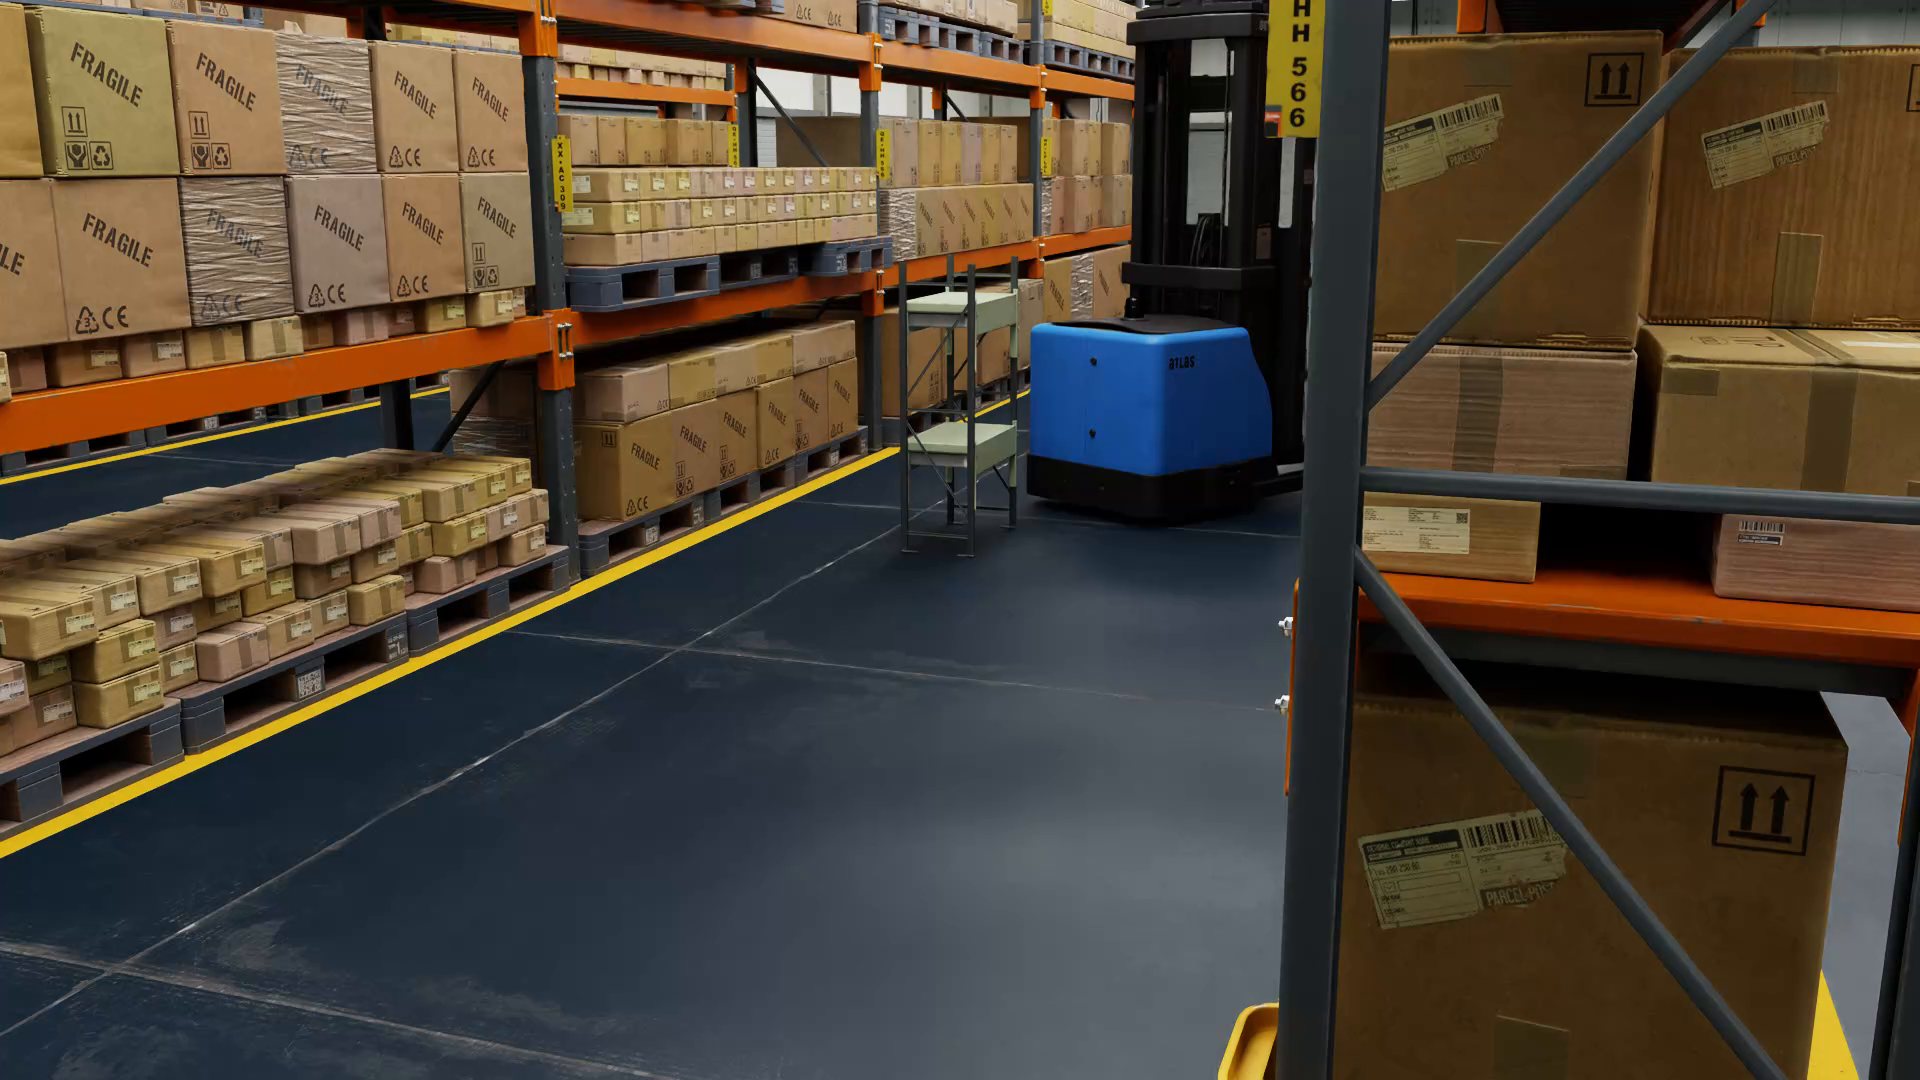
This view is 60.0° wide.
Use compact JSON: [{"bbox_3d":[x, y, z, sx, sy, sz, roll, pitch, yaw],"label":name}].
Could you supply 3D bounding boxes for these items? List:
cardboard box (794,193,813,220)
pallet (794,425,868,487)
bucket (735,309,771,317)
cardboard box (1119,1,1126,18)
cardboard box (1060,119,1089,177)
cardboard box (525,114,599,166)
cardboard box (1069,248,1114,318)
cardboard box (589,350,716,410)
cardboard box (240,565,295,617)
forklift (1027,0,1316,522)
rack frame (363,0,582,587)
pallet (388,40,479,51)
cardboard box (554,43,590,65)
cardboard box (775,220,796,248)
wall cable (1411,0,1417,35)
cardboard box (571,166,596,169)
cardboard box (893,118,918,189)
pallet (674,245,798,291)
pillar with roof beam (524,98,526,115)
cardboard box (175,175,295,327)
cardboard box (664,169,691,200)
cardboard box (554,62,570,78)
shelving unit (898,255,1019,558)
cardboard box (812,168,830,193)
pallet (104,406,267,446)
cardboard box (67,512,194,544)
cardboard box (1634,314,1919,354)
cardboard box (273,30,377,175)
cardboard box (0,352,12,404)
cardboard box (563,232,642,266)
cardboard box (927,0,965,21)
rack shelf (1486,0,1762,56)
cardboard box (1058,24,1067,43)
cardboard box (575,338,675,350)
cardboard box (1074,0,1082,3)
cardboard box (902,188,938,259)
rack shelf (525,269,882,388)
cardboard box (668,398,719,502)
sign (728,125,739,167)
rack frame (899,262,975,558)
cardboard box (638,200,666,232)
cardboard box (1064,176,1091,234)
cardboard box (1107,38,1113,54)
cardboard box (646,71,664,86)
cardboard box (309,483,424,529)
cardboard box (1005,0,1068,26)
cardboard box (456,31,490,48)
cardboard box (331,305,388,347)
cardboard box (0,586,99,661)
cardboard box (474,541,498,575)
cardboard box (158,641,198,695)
[{"bbox_3d":[-1.102,-1.997,9.947,0.380,0.149,0.250,4,14,18],"label":"cardboard box"},{"bbox_3d":[-1.295,-0.599,11.138,1.003,0.211,1.213,4,14,18],"label":"pallet"},{"bbox_3d":[-1.884,-2.305,16.286,0.726,0.611,0.620,10,26,38],"label":"bucket"},{"bbox_3d":[1.512,-5.533,17.353,0.380,0.149,0.250,5,14,19],"label":"cardboard box"},{"bbox_3d":[0.778,-3.868,16.430,0.875,0.550,0.550,4,14,18],"label":"cardboard box"},{"bbox_3d":[-4.116,-4.059,16.889,0.700,0.500,0.500,4,14,18],"label":"cardboard box"},{"bbox_3d":[1.108,-2.643,17.659,0.875,0.875,0.875,4,13,18],"label":"cardboard box"},{"bbox_3d":[-1.676,-0.881,9.097,0.500,0.250,0.500,5,14,20],"label":"cardboard box"},{"bbox_3d":[-2.753,0.173,6.283,0.380,0.149,0.250,5,14,21],"label":"cardboard box"},{"bbox_3d":[1.828,-1.780,10.198,3.031,2.935,1.130,-11,17,-41],"label":"forklift"},{"bbox_3d":[-2.335,-1.281,7.859,1.000,3.000,0.127,4,14,18],"label":"rack frame"},{"bbox_3d":[-5.097,-4.330,14.900,1.213,0.211,1.003,4,14,18],"label":"pallet"},{"bbox_3d":[-4.062,-4.908,16.676,0.500,0.250,0.500,4,13,17],"label":"cardboard box"},{"bbox_3d":[-1.186,-1.799,9.748,0.380,0.149,0.250,5,14,20],"label":"cardboard box"},{"bbox_3d":[11.944,-15.155,47.521,2.305,6.003,0.169,4,14,18],"label":"wall cable"},{"bbox_3d":[-4.057,-3.567,16.980,0.500,0.500,0.500,4,14,18],"label":"cardboard box"},{"bbox_3d":[-0.724,-2.860,12.304,0.700,0.500,0.500,4,13,18],"label":"cardboard box"},{"bbox_3d":[-1.643,-1.610,9.731,1.003,0.211,1.213,4,14,18],"label":"pallet"},{"bbox_3d":[-2.930,-8.296,25.110,9.100,9.000,0.400,4,14,18],"label":"pillar with roof beam"},{"bbox_3d":[-2.744,-1.032,5.873,0.500,0.500,0.500,4,13,17],"label":"cardboard box"},{"bbox_3d":[-1.603,-1.816,8.487,0.380,0.149,0.250,4,14,19],"label":"cardboard box"},{"bbox_3d":[-4.127,-4.689,16.613,0.380,0.149,0.250,4,13,18],"label":"cardboard box"},{"bbox_3d":[0.002,-0.733,8.827,0.431,1.500,0.755,4,14,18],"label":"shelving unit"},{"bbox_3d":[-1.017,-2.195,10.147,0.380,0.149,0.250,5,14,20],"label":"cardboard box"},{"bbox_3d":[-6.084,-0.938,12.624,1.003,0.211,1.213,4,14,18],"label":"pallet"},{"bbox_3d":[-3.173,-0.001,6.377,0.380,0.149,0.250,4,14,19],"label":"cardboard box"},{"bbox_3d":[1.604,-0.324,3.334,0.500,0.250,0.500,4,14,18],"label":"cardboard box"},{"bbox_3d":[-2.573,-1.628,6.238,0.500,0.500,0.500,5,14,20],"label":"cardboard box"},{"bbox_3d":[-3.034,-0.470,4.871,0.380,0.149,0.250,4,13,17],"label":"cardboard box"},{"bbox_3d":[-1.773,-1.413,8.058,0.380,0.149,0.250,4,13,16],"label":"cardboard box"},{"bbox_3d":[-0.271,-4.146,12.701,0.500,0.311,0.500,4,13,17],"label":"cardboard box"},{"bbox_3d":[2.972,-2.435,7.792,1.077,0.370,4.000,4,14,18],"label":"rack shelf"},{"bbox_3d":[0.774,-4.665,15.343,0.380,0.149,0.250,4,14,19],"label":"cardboard box"},{"bbox_3d":[-1.997,-1.027,9.735,0.500,0.250,0.500,4,13,16],"label":"cardboard box"},{"bbox_3d":[0.938,-5.160,15.718,0.380,0.149,0.250,4,13,17],"label":"cardboard box"},{"bbox_3d":[-0.479,-2.354,12.336,0.500,0.500,0.500,4,14,18],"label":"cardboard box"},{"bbox_3d":[-1.688,-1.351,9.784,1.077,0.370,4.000,4,14,18],"label":"rack shelf"},{"bbox_3d":[-1.676,-0.515,9.177,0.500,0.500,0.500,5,14,21],"label":"cardboard box"},{"bbox_3d":[-1.567,-2.727,11.592,0.100,0.325,0.005,4,14,18],"label":"sign"},{"bbox_3d":[-0.116,-0.656,8.490,0.400,1.500,0.023,4,14,18],"label":"rack frame"},{"bbox_3d":[-1.691,-1.613,8.265,0.380,0.149,0.250,4,13,17],"label":"cardboard box"},{"bbox_3d":[0.804,-3.340,16.541,0.875,0.550,0.550,4,14,18],"label":"cardboard box"},{"bbox_3d":[1.349,-5.039,16.979,0.380,0.149,0.250,4,14,19],"label":"cardboard box"},{"bbox_3d":[-3.475,-5.061,18.242,0.380,0.149,0.250,4,14,18],"label":"cardboard box"},{"bbox_3d":[-2.481,-0.133,6.958,0.380,0.149,0.250,5,14,20],"label":"cardboard box"},{"bbox_3d":[0.676,-4.836,15.193,0.500,0.250,0.500,4,14,19],"label":"cardboard box"},{"bbox_3d":[-4.684,-4.655,15.293,0.500,0.250,0.500,5,14,19],"label":"cardboard box"},{"bbox_3d":[-2.496,-0.855,6.559,0.380,0.149,0.250,4,13,16],"label":"cardboard box"},{"bbox_3d":[-2.960,0.260,5.233,0.380,0.149,0.250,4,14,18],"label":"cardboard box"},{"bbox_3d":[-2.303,0.060,7.447,0.380,0.149,0.250,5,14,20],"label":"cardboard box"},{"bbox_3d":[-2.897,0.439,5.787,0.380,0.149,0.250,4,14,19],"label":"cardboard box"}]
